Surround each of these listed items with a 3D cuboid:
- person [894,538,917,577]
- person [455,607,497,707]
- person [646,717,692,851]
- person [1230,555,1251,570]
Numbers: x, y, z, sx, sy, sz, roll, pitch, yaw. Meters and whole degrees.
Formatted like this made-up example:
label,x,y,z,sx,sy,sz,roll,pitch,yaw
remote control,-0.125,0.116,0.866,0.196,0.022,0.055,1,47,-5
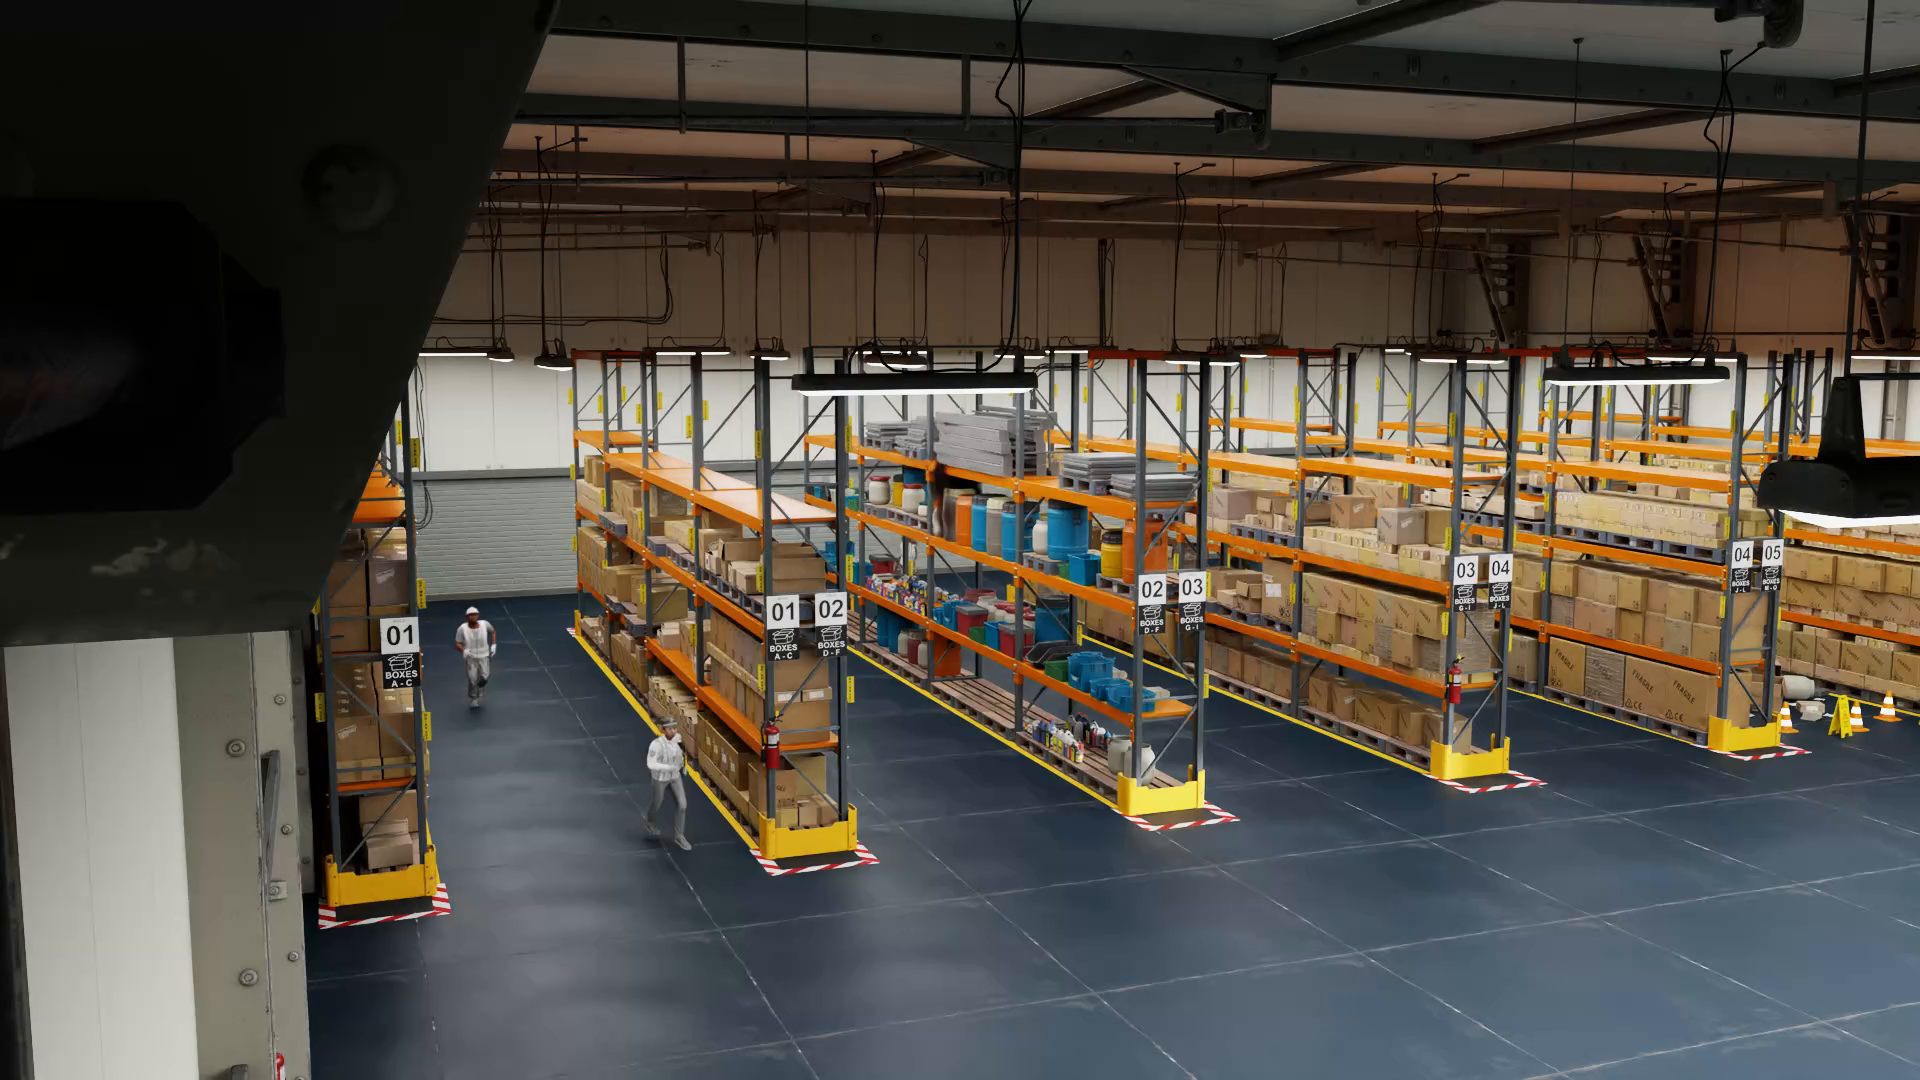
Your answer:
label,x,y,z,sx,sy,sz,roll,pitch,yaw
person,-1.284,0.657,39.329,0.554,1.644,0.616,2,7,15
person,-8.155,1.986,28.069,0.694,1.731,0.661,-3,8,-20
person,-3.644,2.958,20.538,0.604,1.667,0.917,-5,9,-36
person,7.165,0.186,42.379,0.739,1.771,0.687,-4,8,-29
